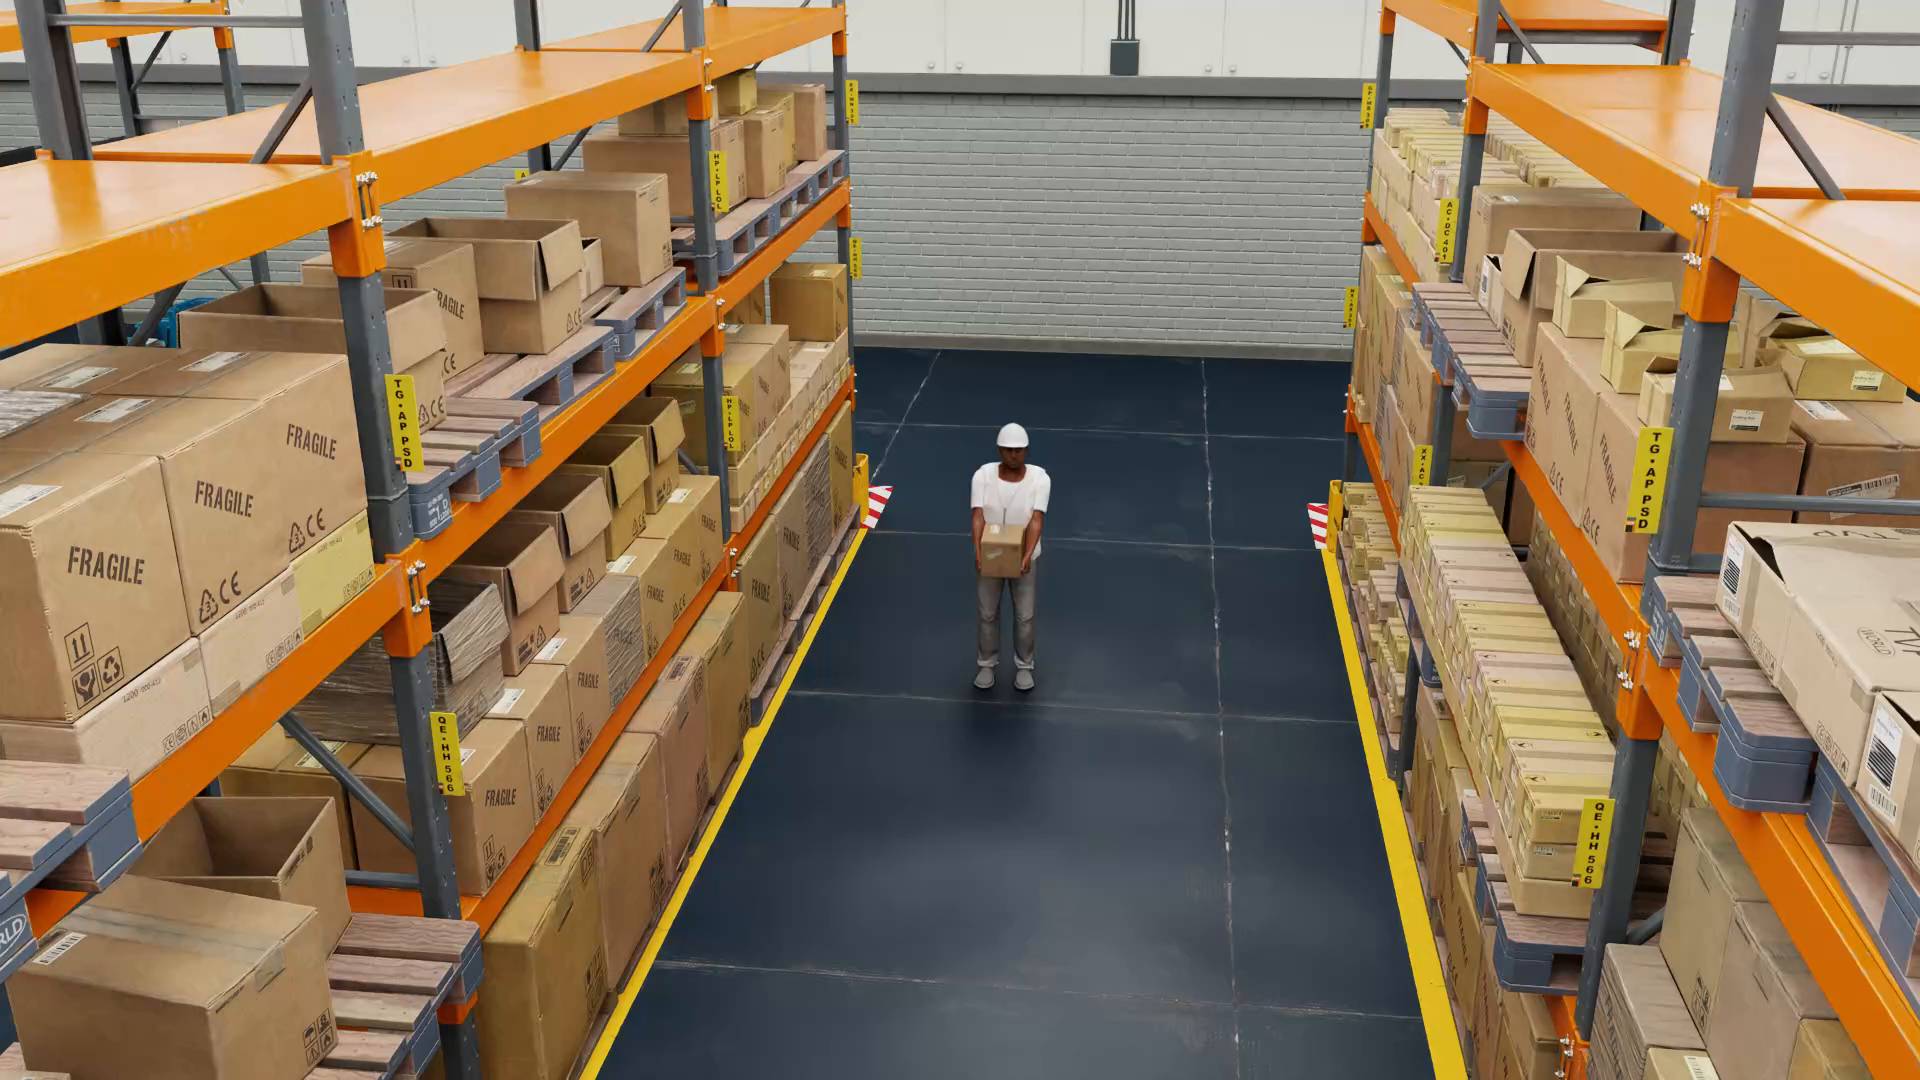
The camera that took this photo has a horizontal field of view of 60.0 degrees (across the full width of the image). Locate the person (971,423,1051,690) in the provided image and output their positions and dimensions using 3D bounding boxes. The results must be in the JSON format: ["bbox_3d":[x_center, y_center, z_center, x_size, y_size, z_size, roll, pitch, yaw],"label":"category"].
[{"bbox_3d":[0.308,0.143,10.683,0.504,1.761,0.578,3,21,7],"label":"person"}]
